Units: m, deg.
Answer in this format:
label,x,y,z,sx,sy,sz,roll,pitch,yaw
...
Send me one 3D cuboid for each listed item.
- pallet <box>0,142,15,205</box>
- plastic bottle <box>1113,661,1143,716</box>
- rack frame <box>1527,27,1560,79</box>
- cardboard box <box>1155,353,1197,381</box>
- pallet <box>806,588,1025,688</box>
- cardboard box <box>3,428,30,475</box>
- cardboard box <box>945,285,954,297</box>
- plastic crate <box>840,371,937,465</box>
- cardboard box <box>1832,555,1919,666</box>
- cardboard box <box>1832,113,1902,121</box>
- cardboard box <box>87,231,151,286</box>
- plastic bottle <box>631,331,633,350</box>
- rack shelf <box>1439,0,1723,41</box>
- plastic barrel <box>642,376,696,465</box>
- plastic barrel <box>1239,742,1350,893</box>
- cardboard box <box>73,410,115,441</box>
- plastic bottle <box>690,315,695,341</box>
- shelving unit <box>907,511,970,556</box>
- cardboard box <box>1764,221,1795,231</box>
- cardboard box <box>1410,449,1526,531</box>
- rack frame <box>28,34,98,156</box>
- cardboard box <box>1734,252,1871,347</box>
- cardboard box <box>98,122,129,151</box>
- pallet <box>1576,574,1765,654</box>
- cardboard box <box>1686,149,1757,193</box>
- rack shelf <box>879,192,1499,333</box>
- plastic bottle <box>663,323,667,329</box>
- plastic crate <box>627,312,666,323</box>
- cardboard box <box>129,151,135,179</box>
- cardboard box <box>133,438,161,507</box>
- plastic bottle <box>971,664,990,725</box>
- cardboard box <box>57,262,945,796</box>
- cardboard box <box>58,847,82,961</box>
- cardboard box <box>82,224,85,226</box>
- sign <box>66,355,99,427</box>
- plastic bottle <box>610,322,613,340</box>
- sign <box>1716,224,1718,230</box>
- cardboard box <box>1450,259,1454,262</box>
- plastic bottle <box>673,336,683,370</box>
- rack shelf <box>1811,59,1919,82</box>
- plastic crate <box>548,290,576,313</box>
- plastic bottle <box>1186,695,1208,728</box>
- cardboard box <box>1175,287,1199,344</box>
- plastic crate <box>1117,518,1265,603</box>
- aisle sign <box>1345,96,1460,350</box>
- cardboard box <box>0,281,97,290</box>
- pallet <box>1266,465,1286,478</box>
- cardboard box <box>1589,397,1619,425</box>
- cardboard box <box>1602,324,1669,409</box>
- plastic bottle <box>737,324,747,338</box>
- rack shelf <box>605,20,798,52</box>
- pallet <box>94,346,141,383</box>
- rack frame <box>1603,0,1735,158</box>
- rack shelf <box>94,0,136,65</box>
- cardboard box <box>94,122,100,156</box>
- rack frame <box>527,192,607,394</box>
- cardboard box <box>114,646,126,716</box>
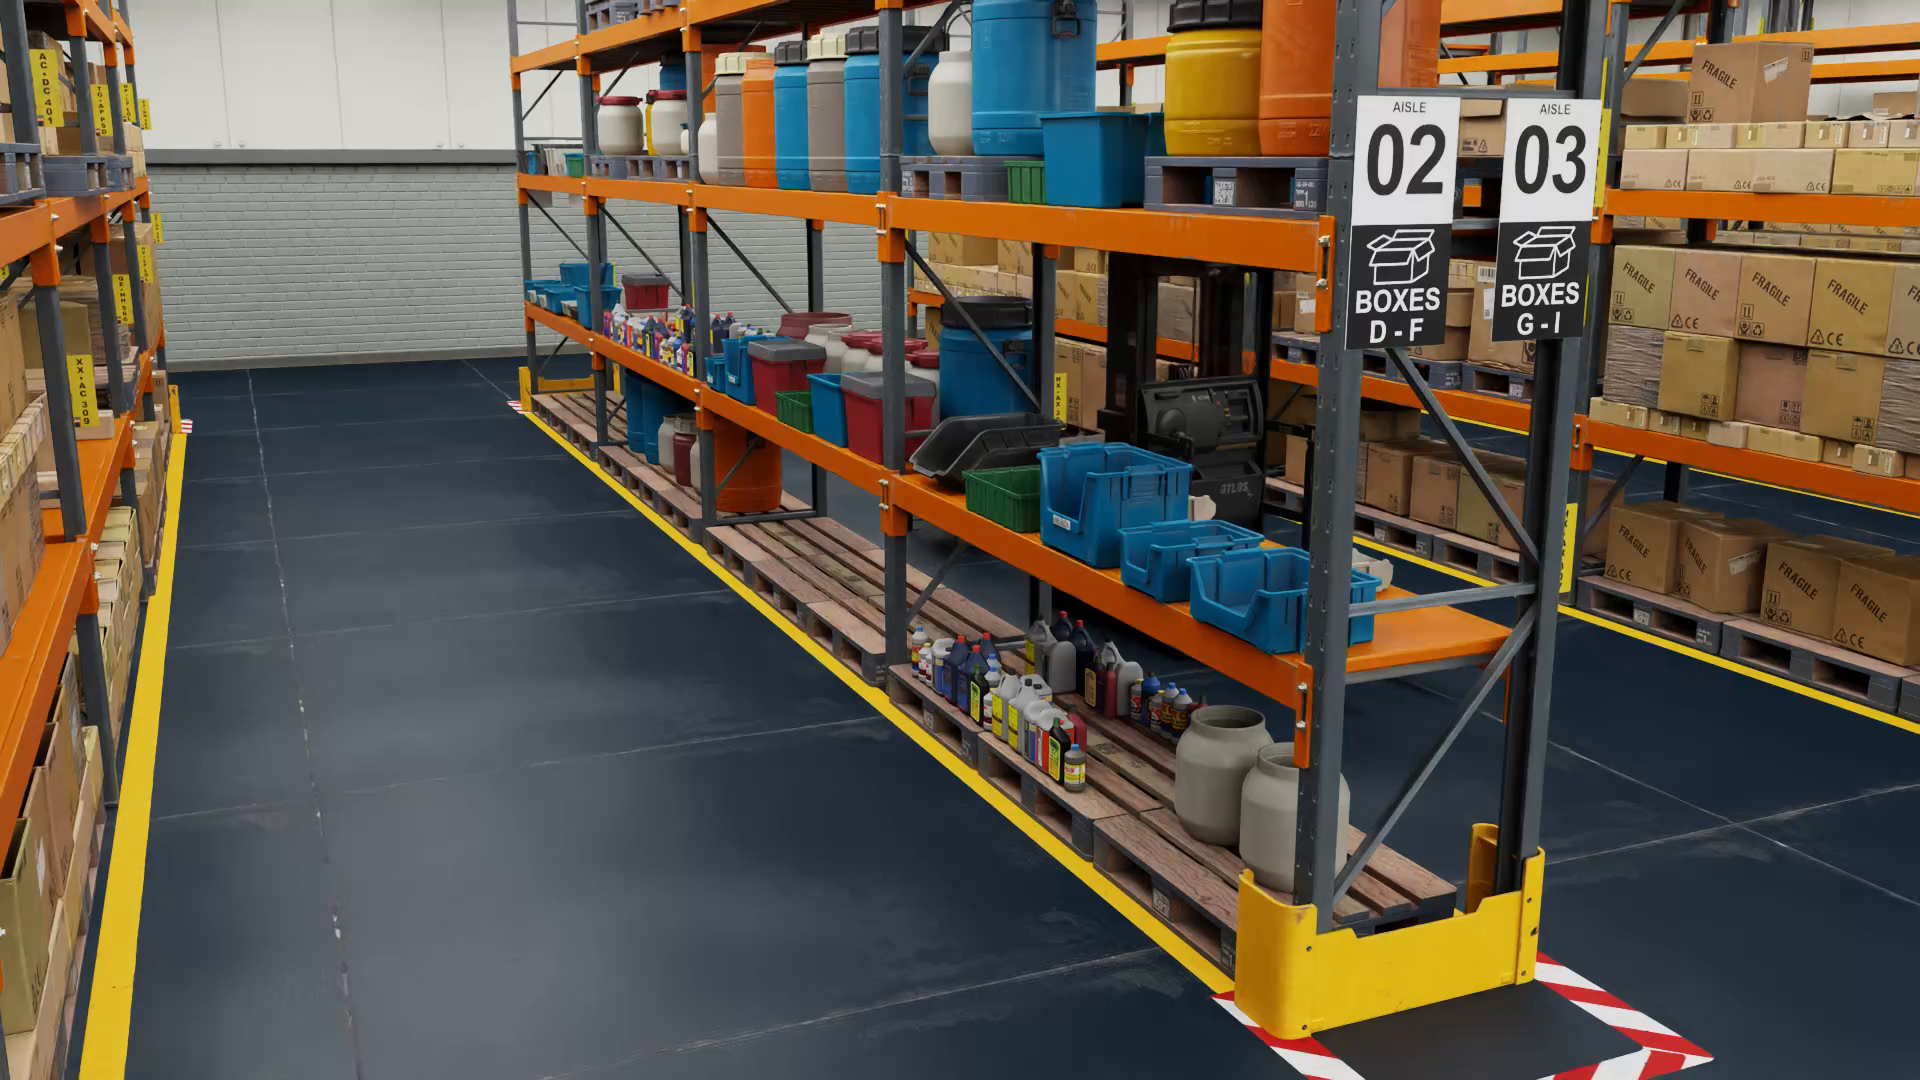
label,x,y,z,sx,sy,sz,roll,pitch,yaw
pallet,-3.635,-1.157,5.262,1.003,0.211,1.213,-6,14,-23
plastic bottle,0.845,0.749,8.548,0.152,0.276,0.135,-5,14,-22
rack frame,8.870,-7.356,25.196,0.949,2.616,0.053,-6,14,-23
cardboard box,2.384,-1.384,16.477,1.225,0.875,0.875,-6,14,-23
pallet,-0.295,0.589,10.359,1.003,0.211,1.213,-6,14,-23
cardboard box,-3.869,-0.333,6.497,0.380,0.149,0.250,-6,14,-23
cardboard box,0.040,-3.100,20.670,0.380,0.149,0.250,-6,14,-24
plastic crate,-0.419,-0.715,9.664,0.402,0.464,0.583,-6,14,-23
cardboard box,5.457,0.399,9.606,0.500,0.500,0.500,-4,14,-18
cardboard box,8.071,-3.604,14.683,0.500,0.311,0.500,-6,14,-24
cardboard box,-8.033,-2.689,15.896,0.500,0.500,0.500,-6,14,-25
plastic bottle,-2.921,-1.820,15.020,0.097,0.201,0.097,0,13,0
rack shelf,3.792,-3.849,12.527,1.077,0.370,4.000,-6,14,-23
plastic barrel,-2.664,-1.186,15.565,0.600,0.901,0.708,-6,14,-23
plastic barrel,1.324,1.094,6.579,0.421,0.512,0.421,0,13,0
cardboard box,-5.474,-0.708,10.333,0.380,0.149,0.250,-6,14,-23
plastic bottle,-2.454,-1.954,15.447,0.097,0.271,0.097,0,13,0
shelving unit,11.232,-2.523,10.967,19.663,6.000,13.307,-6,14,-23
cardboard box,10.611,-3.923,21.228,0.500,0.500,0.500,-6,14,-23
cardboard box,3.969,-0.400,13.013,0.700,0.500,0.500,-7,15,-28
rack frame,-6.087,-3.914,10.323,1.000,3.000,0.127,-6,14,-23
cardboard box,4.942,-1.417,9.741,0.500,0.500,0.500,-6,14,-23
cardboard box,-7.657,-3.572,14.724,0.500,0.250,0.500,-6,14,-23
pallet,4.895,0.435,11.020,1.003,0.211,1.213,-6,14,-23
cardboard box,4.755,-2.222,9.998,0.500,0.250,0.500,-6,14,-23
rack shelf,0.856,-1.309,7.316,1.077,0.370,4.000,-6,14,-23
plastic bottle,-2.618,-1.779,14.687,0.097,0.271,0.097,0,13,0
plastic crate,-3.205,-2.274,16.994,0.396,0.136,0.243,-6,14,-23
cardboard box,-7.854,-3.432,15.227,0.500,0.250,0.500,-6,14,-23
cardboard box,-6.839,-0.531,13.581,0.500,0.500,0.500,-5,14,-22
plastic bottle,0.102,0.779,8.401,0.061,0.283,0.133,-5,14,-20
cardboard box,-1.721,-1.381,12.889,10.408,1.989,14.337,-6,14,-24
cardboard box,-3.493,1.356,6.026,0.500,0.250,0.500,-6,14,-23
cardboard box,-9.356,-3.064,17.518,0.500,0.500,0.500,-5,14,-21
sign,-3.977,-0.675,7.540,0.100,0.325,0.005,-6,14,-23
plastic bottle,-3.277,-2.003,15.814,0.097,0.201,0.097,0,13,0
sign,3.288,-2.581,12.603,19.904,1.756,11.985,-6,14,-23
cardboard box,5.828,-3.331,19.415,0.380,0.149,0.250,-5,14,-21
plastic bottle,-2.300,-1.533,13.628,0.097,0.271,0.097,0,13,0
rack shelf,11.270,-5.571,19.965,1.077,0.370,4.000,-6,14,-23
plastic crate,-4.307,-2.623,18.291,0.416,0.233,0.300,-6,14,-23
plastic bottle,1.143,0.873,7.994,0.061,0.283,0.133,-5,14,-22
cardboard box,2.372,-2.117,15.642,0.500,0.500,0.500,-6,14,-23
plastic crate,0.928,0.077,6.717,0.499,0.251,0.408,-6,14,-23
aisle sign,1.414,-1.010,5.315,0.394,0.787,0.004,-6,14,-23
cardboard box,-7.371,-1.816,13.412,0.700,0.500,0.500,-3,13,-14
pallet,2.744,-0.696,15.910,1.003,0.211,1.213,-6,14,-23
cardboard box,4.404,-0.865,11.011,0.380,0.149,0.250,-6,14,-23
cardboard box,4.717,-1.154,10.821,0.875,0.500,0.500,-6,14,-23
plastic bottle,-1.908,-1.759,14.601,0.097,0.271,0.097,0,13,0
rack shelf,-2.348,-4.324,14.142,0.919,0.124,3.809,-6,14,-23
pallet,-6.871,-1.299,12.755,1.003,0.211,1.213,-6,14,-23
rack frame,4.593,-3.981,10.615,1.000,3.000,0.127,-6,14,-23
rack shelf,-8.491,-4.801,15.761,1.077,0.370,4.000,-6,14,-23
cardboard box,-6.706,-2.801,11.946,0.910,0.500,0.500,-6,14,-23
rack frame,-4.749,-3.091,20.072,0.949,2.616,0.053,-6,14,-23
cardboard box,-4.623,0.759,8.605,0.500,0.250,0.500,-5,14,-22
